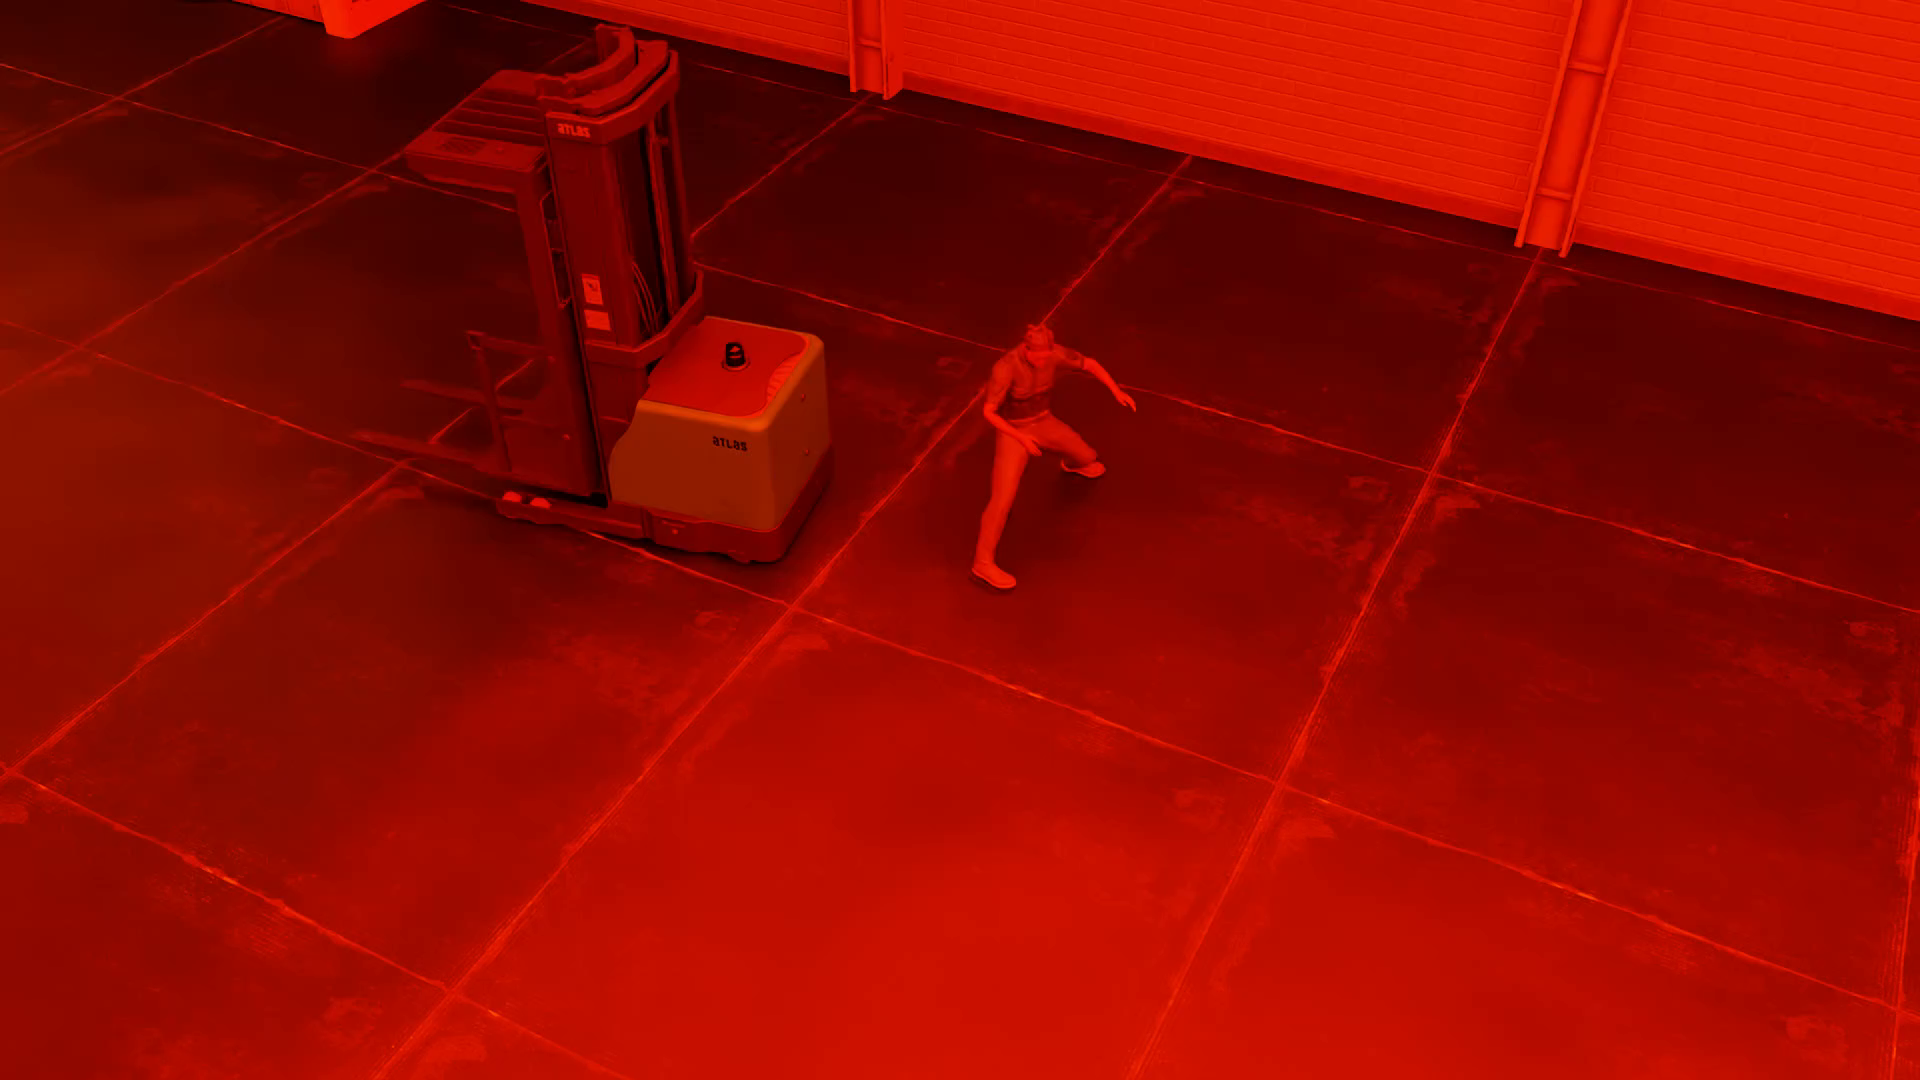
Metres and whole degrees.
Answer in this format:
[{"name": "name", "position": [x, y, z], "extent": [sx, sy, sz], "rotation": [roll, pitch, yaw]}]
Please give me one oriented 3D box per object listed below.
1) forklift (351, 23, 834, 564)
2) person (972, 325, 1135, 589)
[{"name": "forklift", "position": [-2.384, -1.530, 9.803], "extent": [3.031, 2.935, 1.130], "rotation": [11, 41, 13]}, {"name": "person", "position": [0.528, -0.638, 9.893], "extent": [1.250, 1.445, 0.791], "rotation": [-21, 45, -23]}]
